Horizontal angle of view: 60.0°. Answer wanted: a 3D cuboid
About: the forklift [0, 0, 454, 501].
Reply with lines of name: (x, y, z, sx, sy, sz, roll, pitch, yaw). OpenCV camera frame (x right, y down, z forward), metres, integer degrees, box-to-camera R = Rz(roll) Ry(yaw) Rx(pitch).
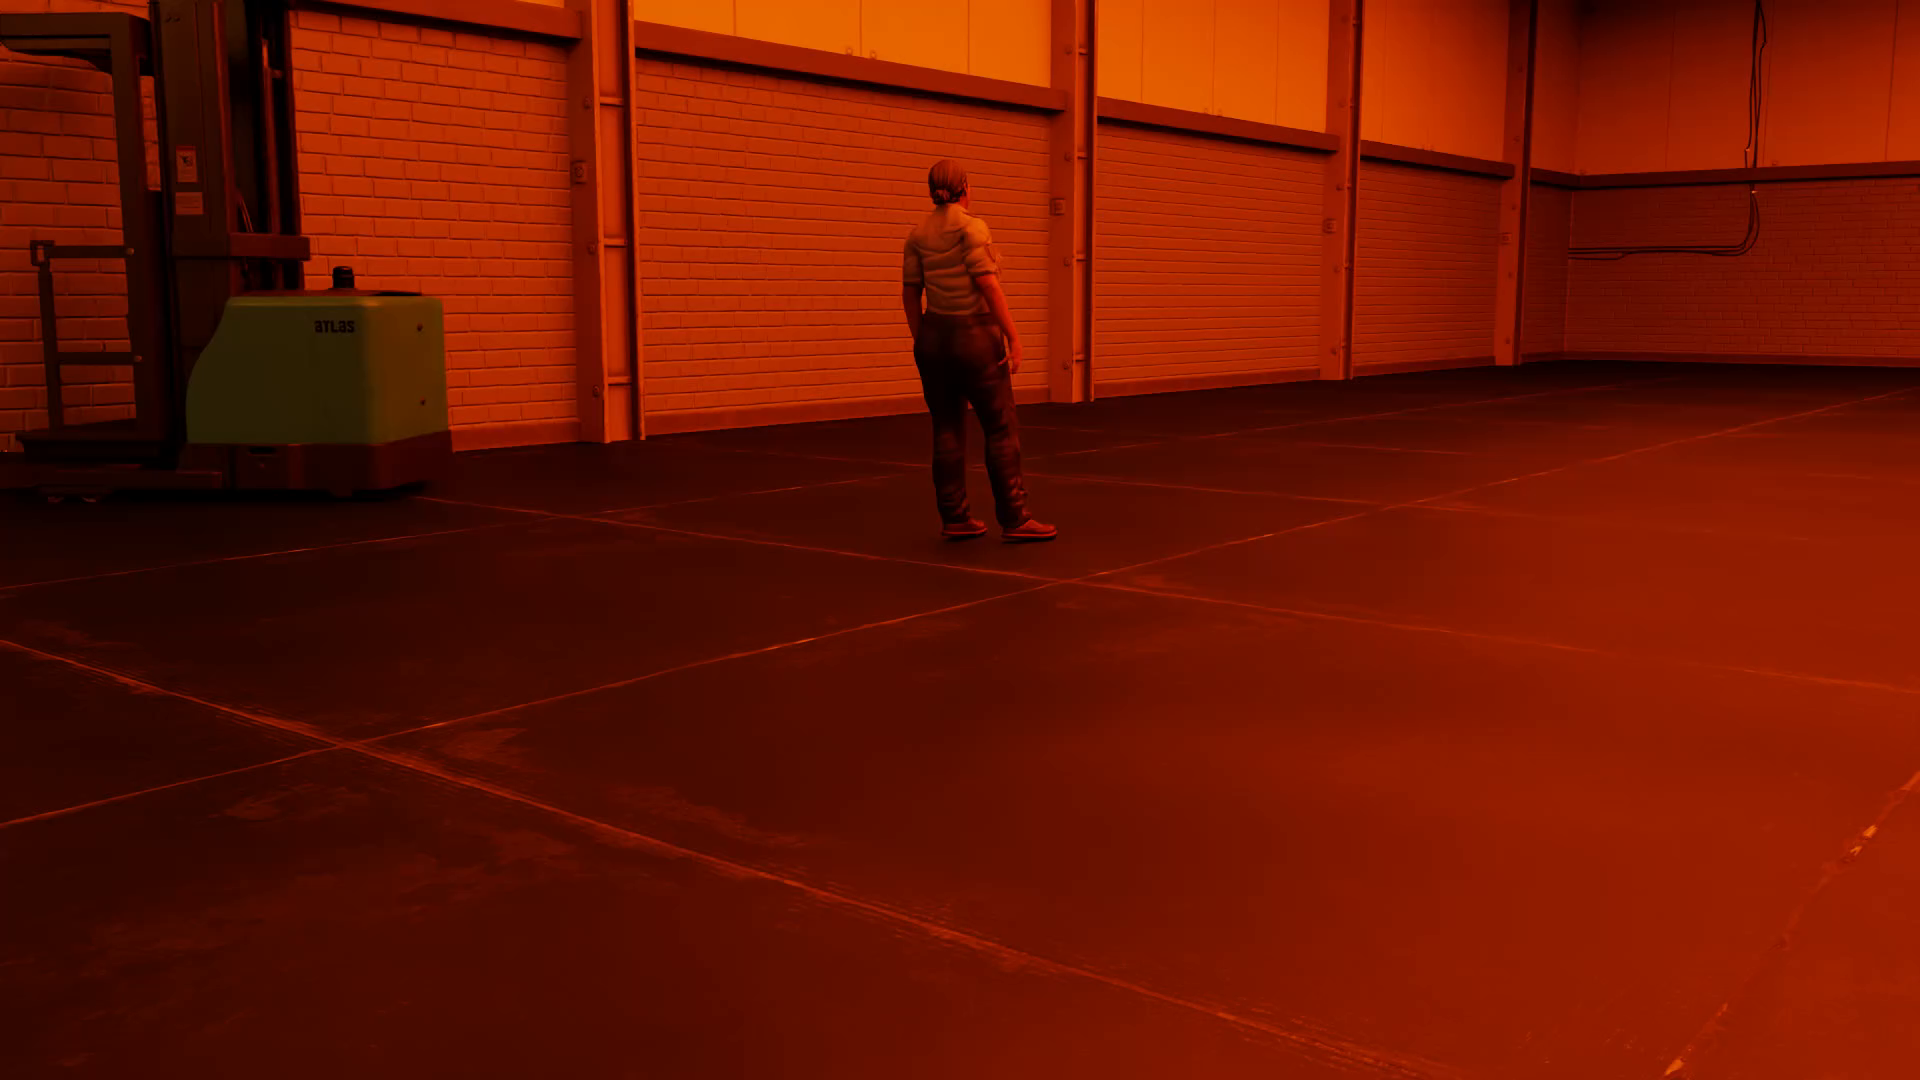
forklift: (-4.476, -1.730, 9.106, 3.031, 2.935, 1.130, 1, 8, 4)

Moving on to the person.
person: (0.075, -0.830, 7.340, 0.598, 1.651, 0.502, 7, 11, 38)
